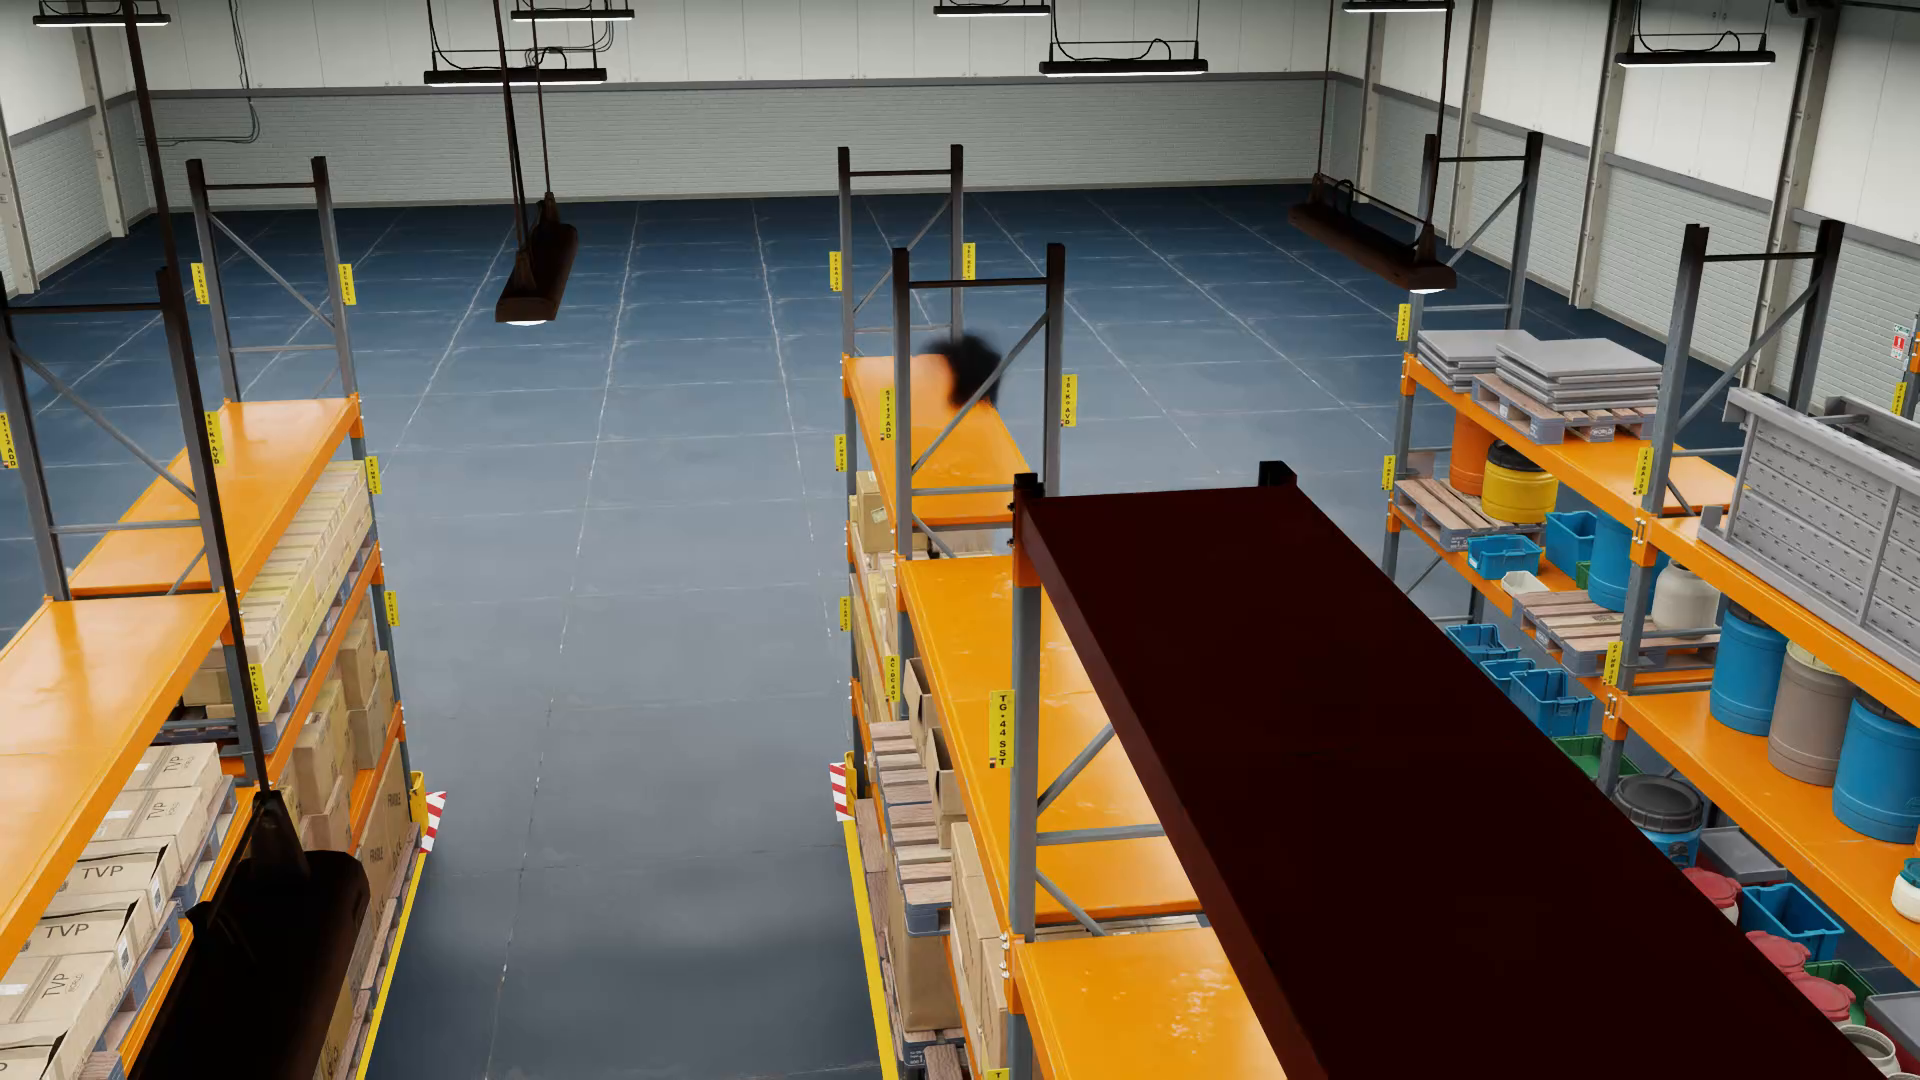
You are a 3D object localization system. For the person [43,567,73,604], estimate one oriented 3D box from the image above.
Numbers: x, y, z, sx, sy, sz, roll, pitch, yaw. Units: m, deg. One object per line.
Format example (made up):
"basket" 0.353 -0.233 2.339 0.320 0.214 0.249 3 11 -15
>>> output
"person" -8.858 1.069 16.732 0.608 1.617 0.752 -9 23 -22
